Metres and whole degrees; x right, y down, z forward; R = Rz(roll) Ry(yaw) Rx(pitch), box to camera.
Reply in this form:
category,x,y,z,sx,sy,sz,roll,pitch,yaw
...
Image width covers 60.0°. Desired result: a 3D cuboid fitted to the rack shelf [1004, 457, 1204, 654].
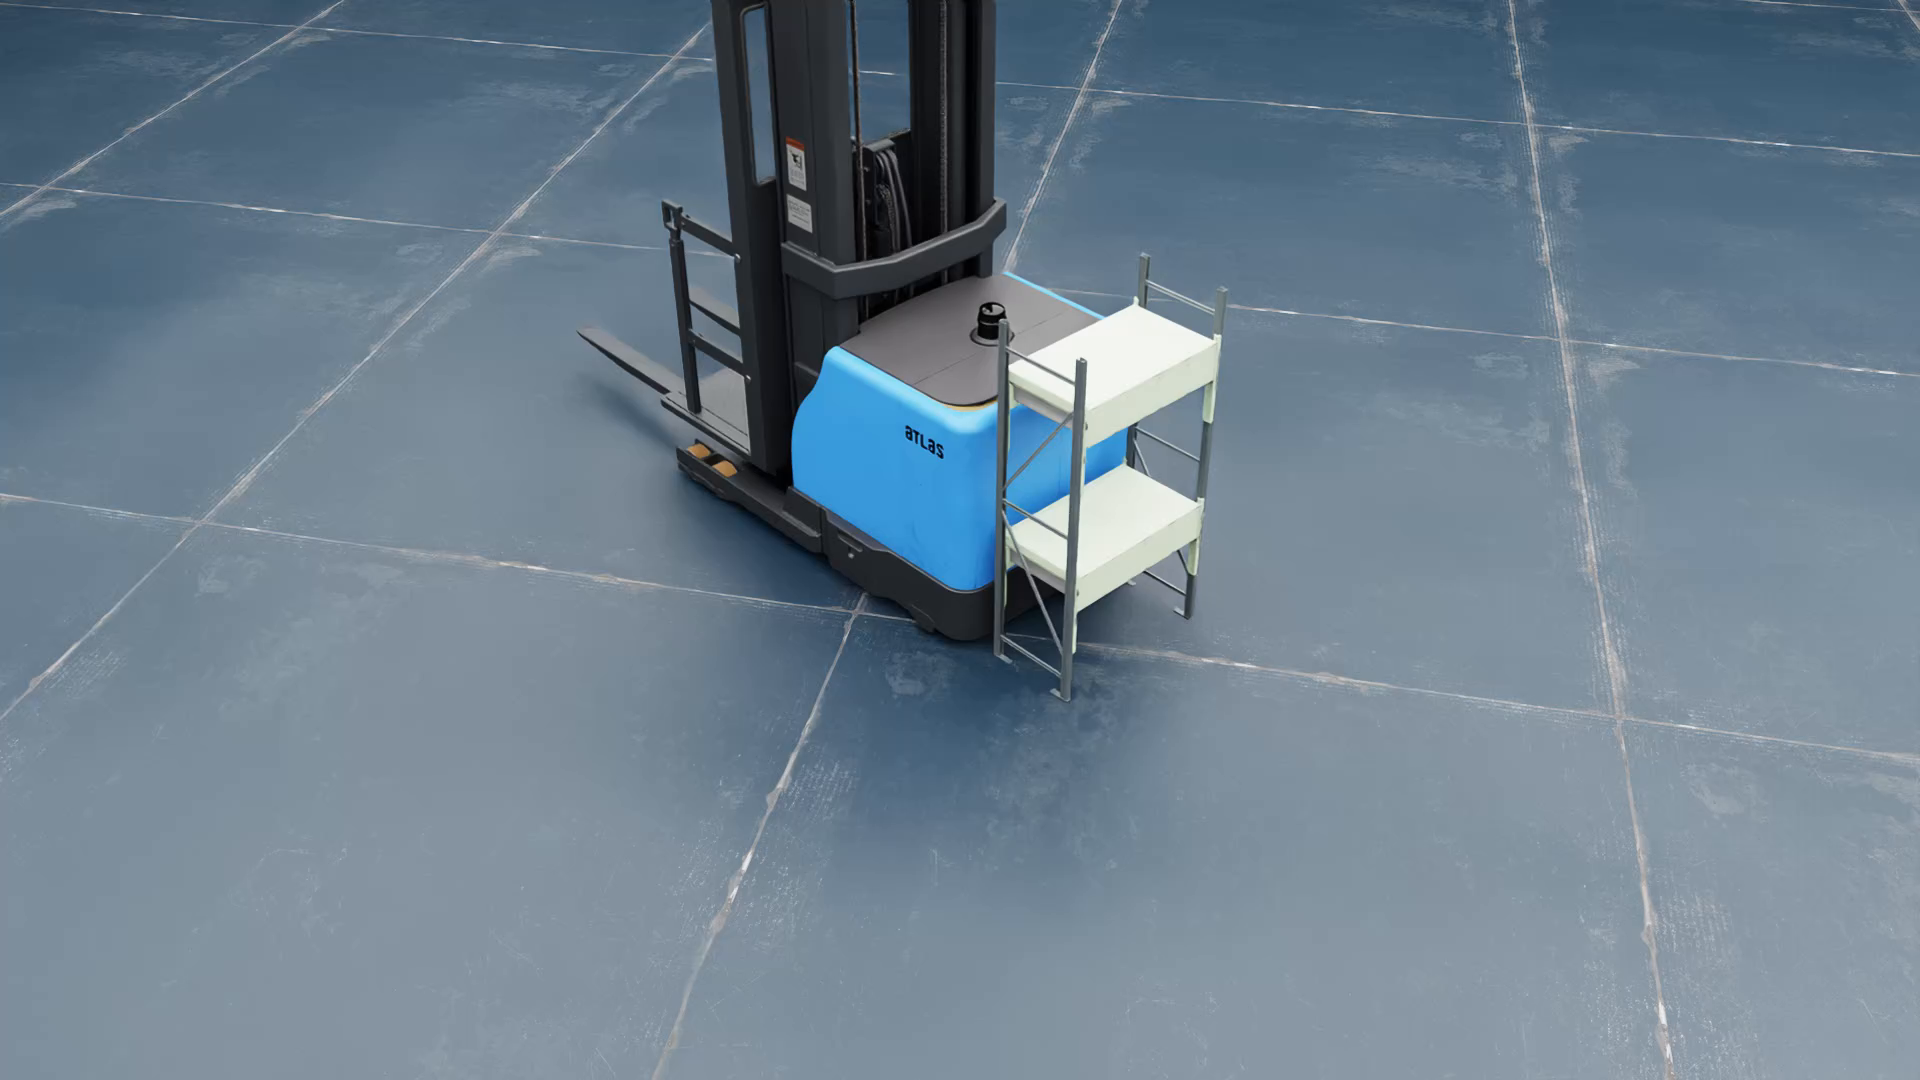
category,x,y,z,sx,sy,sz,roll,pitch,yaw
rack shelf,0.544,0.046,6.464,0.720,0.370,0.431,-29,45,-34

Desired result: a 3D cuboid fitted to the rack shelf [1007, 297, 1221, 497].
category,x,y,z,sx,sy,sz,roll,pitch,yaw
rack shelf,0.544,-0.534,6.044,0.720,0.370,0.431,-29,45,-34

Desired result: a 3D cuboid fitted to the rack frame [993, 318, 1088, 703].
category,x,y,z,sx,sy,sz,roll,pitch,yaw
rack frame,0.278,-0.070,6.069,0.023,1.500,0.400,-29,45,-34

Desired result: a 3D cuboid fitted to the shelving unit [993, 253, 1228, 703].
category,x,y,z,sx,sy,sz,roll,pitch,yaw
shelving unit,0.544,-0.218,6.273,0.755,1.500,0.431,-29,45,-34

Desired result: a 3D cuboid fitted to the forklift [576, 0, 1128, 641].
category,x,y,z,sx,sy,sz,roll,pitch,yaw
forklift,-0.644,-1.560,6.905,1.130,2.935,3.031,-29,45,-34

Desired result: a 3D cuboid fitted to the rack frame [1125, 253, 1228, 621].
category,x,y,z,sx,sy,sz,roll,pitch,yaw
rack frame,0.809,-0.366,6.477,0.023,1.500,0.400,-29,45,-34
